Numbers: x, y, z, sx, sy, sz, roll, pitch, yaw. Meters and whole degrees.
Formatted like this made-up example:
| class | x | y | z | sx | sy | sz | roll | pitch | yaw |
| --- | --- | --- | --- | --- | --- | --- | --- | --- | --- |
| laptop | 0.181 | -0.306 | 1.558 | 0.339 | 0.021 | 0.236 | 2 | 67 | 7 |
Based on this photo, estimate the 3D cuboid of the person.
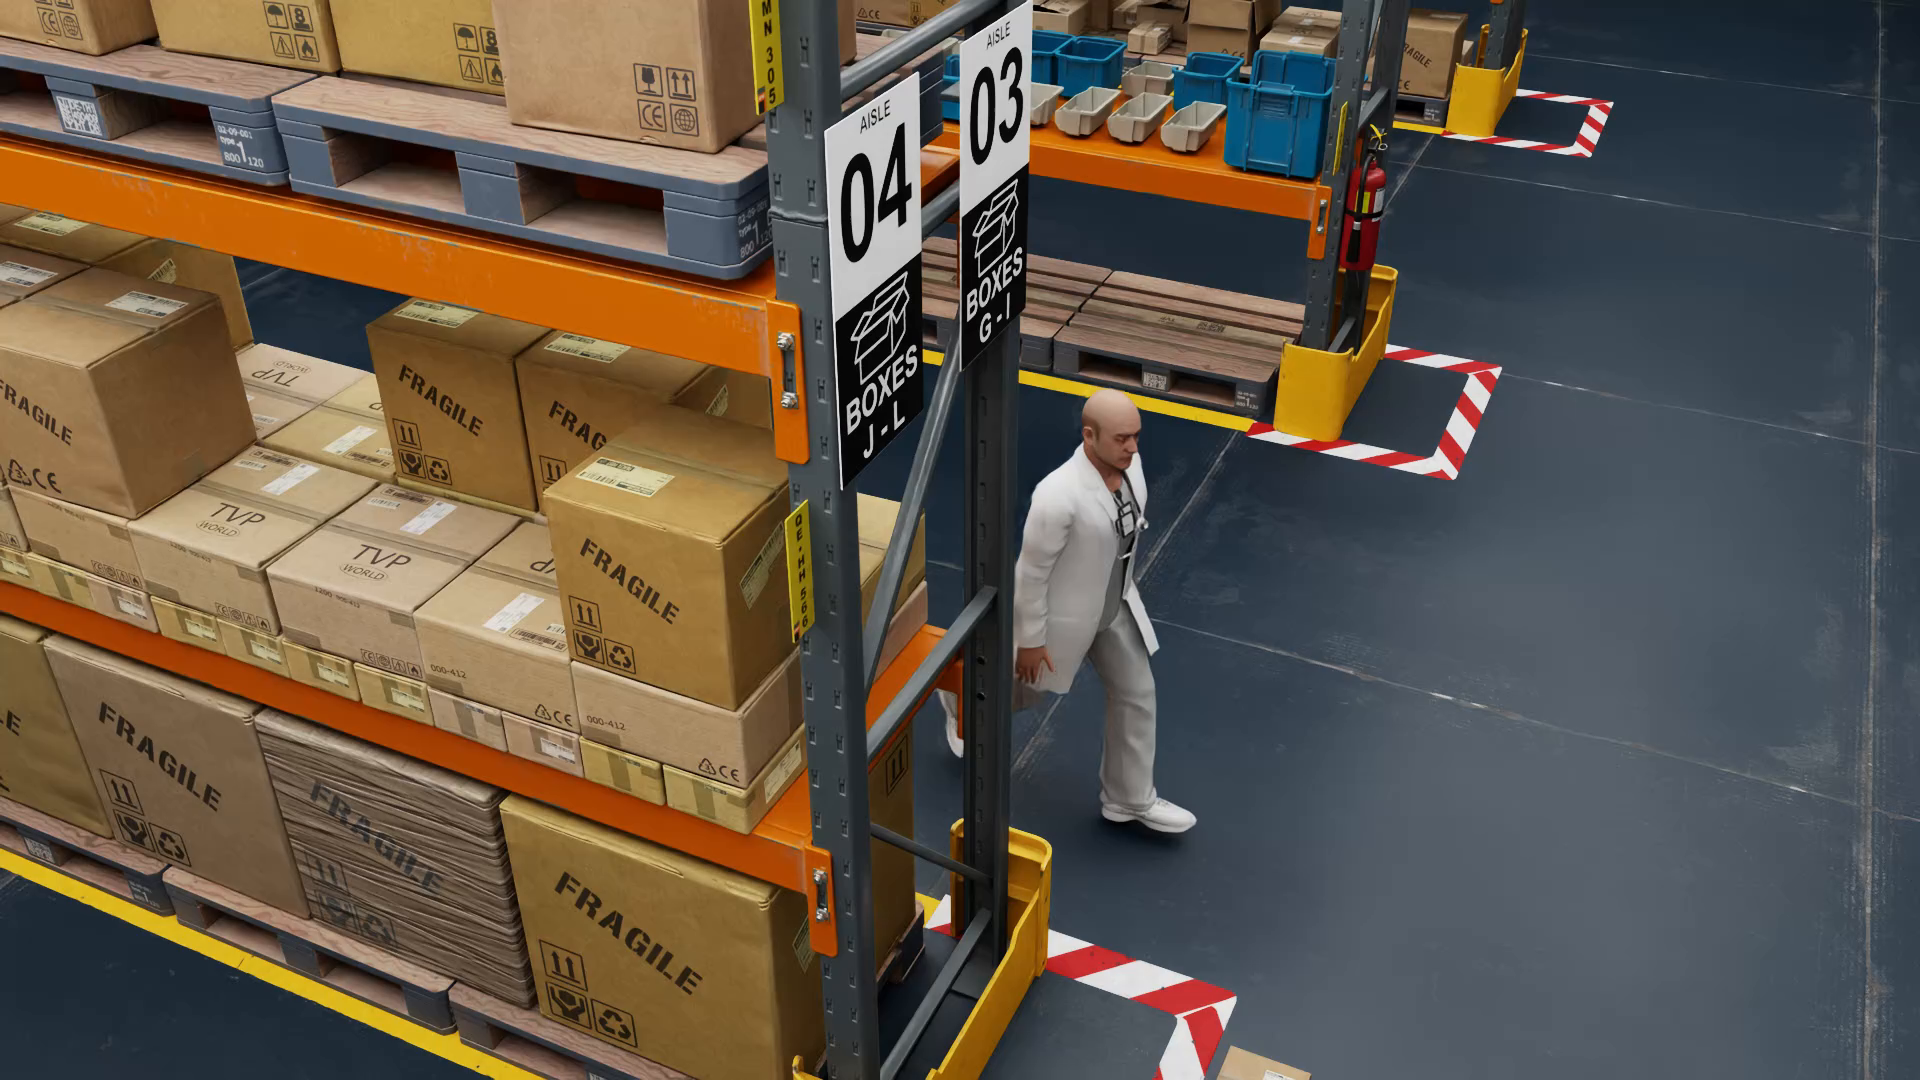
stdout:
| class | x | y | z | sx | sy | sz | roll | pitch | yaw |
| --- | --- | --- | --- | --- | --- | --- | --- | --- | --- |
| person | 0.357 | 0.218 | 5.851 | 1.131 | 1.734 | 0.630 | 28 | 42 | 36 |
